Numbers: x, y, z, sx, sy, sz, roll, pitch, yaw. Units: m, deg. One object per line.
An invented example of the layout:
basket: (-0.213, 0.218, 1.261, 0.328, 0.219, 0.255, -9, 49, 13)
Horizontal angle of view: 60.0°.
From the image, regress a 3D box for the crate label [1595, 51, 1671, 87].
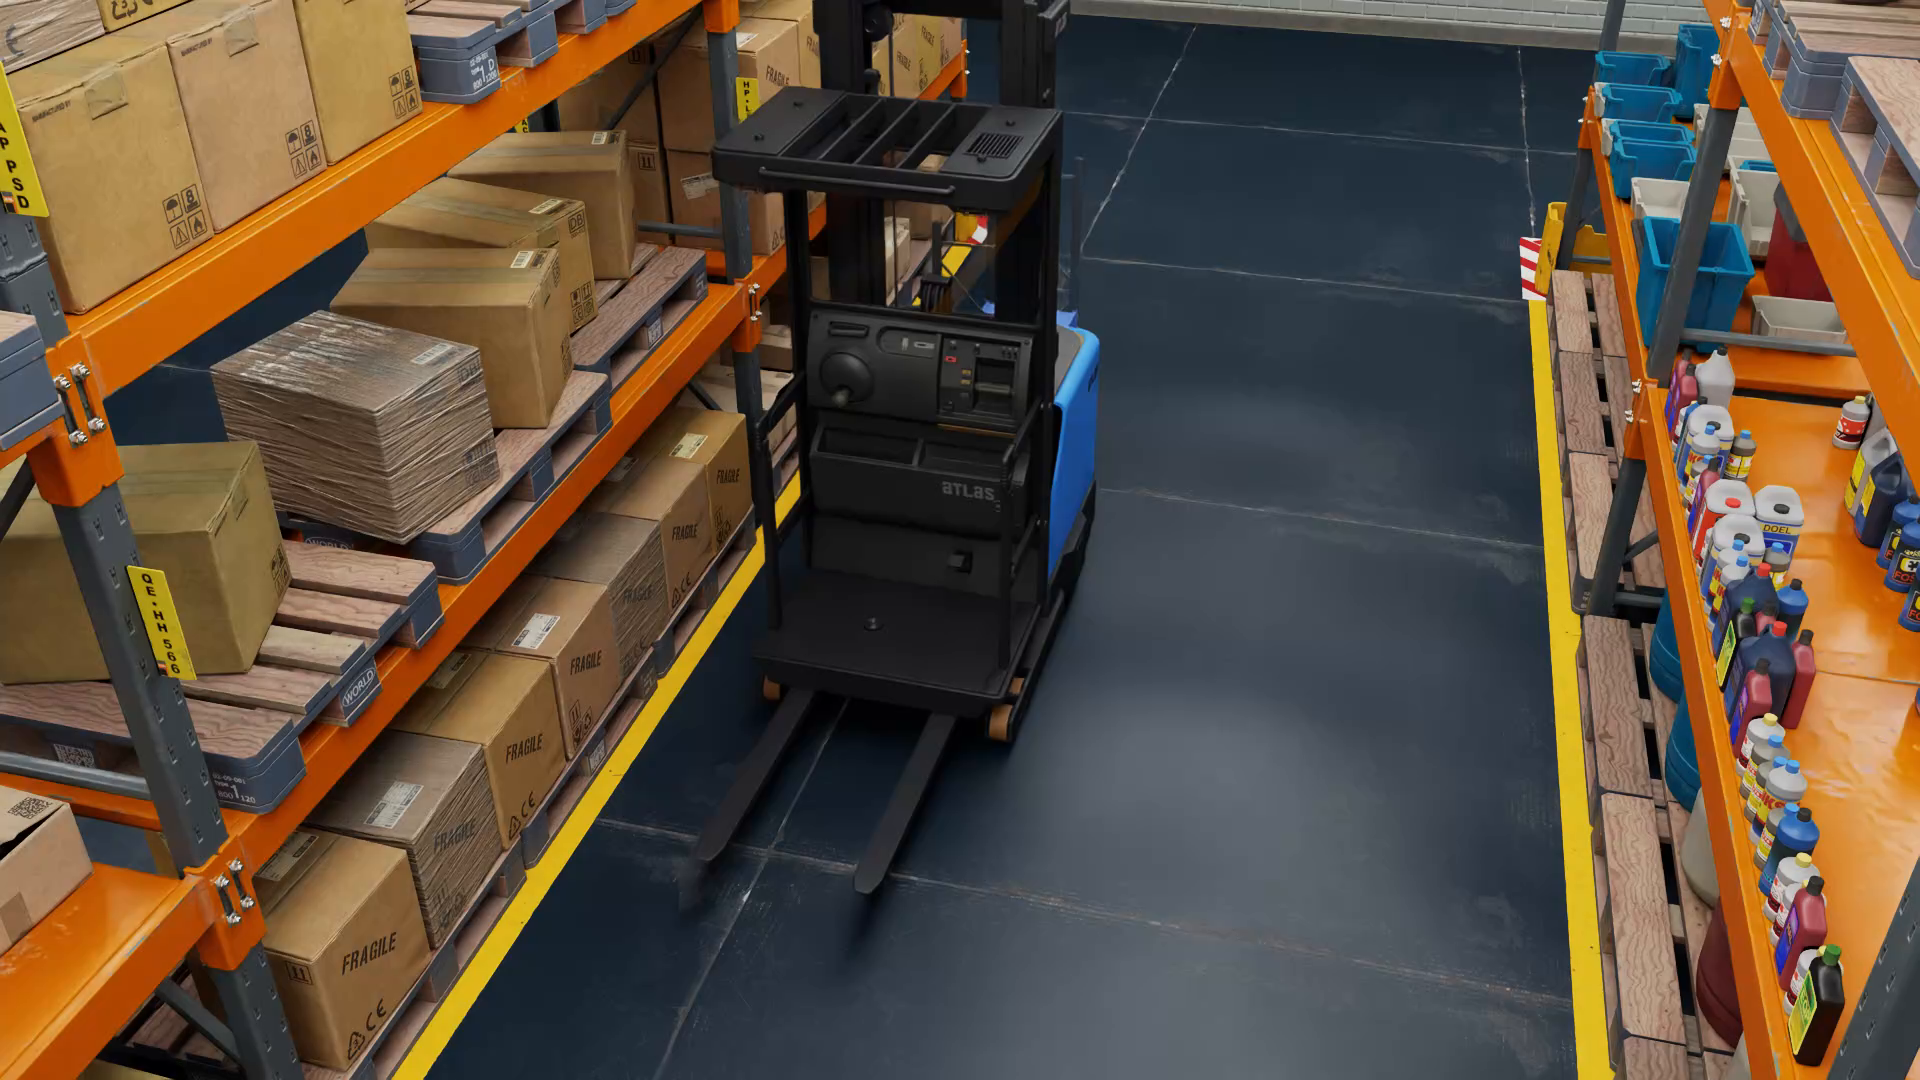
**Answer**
crate label: (3.958, -2.726, 9.842, 0.416, 0.233, 0.303, 8, 33, 12)

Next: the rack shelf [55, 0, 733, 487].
rack shelf: (-1.974, -1.379, 5.499, 1.077, 0.370, 4.000, 8, 33, 12)

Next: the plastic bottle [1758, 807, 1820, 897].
plastic bottle: (2.154, 0.805, 4.308, 0.097, 0.271, 0.097, 0, 32, 0)

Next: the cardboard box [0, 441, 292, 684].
cardboard box: (-2.430, 0.059, 4.876, 0.700, 0.500, 0.500, -3, 33, -4)

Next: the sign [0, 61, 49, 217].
sign: (-1.946, -0.817, 3.388, 0.100, 0.325, 0.005, 8, 33, 12)

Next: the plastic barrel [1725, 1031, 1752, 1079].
plastic barrel: (2.474, 1.608, 4.852, 0.421, 0.512, 0.421, 0, 32, 0)

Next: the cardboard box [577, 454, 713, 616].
cardboard box: (-1.448, -0.035, 7.430, 0.500, 0.500, 0.500, 8, 33, 13)

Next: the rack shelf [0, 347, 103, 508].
rack shelf: (-2.989, 0.696, 2.233, 1.077, 0.370, 4.000, 8, 33, 12)

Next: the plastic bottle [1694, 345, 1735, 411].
plastic bottle: (2.911, -0.598, 6.441, 0.144, 0.351, 0.185, 8, 33, 12)

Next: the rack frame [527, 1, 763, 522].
rack frame: (-1.466, -1.455, 7.743, 1.000, 3.000, 0.127, 8, 33, 12)

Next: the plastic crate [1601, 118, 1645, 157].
plastic crate: (3.625, -2.178, 9.070, 0.250, 0.136, 0.298, 8, 33, 12)

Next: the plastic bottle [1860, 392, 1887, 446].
plastic bottle: (3.537, -0.478, 6.321, 0.152, 0.276, 0.135, 8, 33, 12)

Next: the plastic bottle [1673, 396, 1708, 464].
plastic bottle: (2.748, -0.410, 6.219, 0.097, 0.271, 0.097, 0, 32, 0)

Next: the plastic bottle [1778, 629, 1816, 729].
plastic bottle: (2.476, 0.409, 4.920, 0.061, 0.283, 0.133, 8, 33, 12)

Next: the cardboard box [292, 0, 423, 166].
cardboard box: (-2.142, -1.453, 4.850, 0.910, 0.500, 0.500, 8, 33, 12)

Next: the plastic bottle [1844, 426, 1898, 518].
plastic bottle: (3.268, -0.256, 5.903, 0.144, 0.351, 0.185, 8, 33, 12)

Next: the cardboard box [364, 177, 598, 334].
cardboard box: (-1.916, -1.094, 6.690, 0.700, 0.500, 0.500, 13, 35, 20)

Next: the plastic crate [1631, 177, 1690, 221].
plastic crate: (3.475, -1.637, 8.219, 0.293, 0.136, 0.466, 8, 33, 12)

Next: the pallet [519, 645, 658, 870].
pallet: (-1.943, 0.784, 6.820, 1.003, 0.211, 1.213, 8, 33, 12)

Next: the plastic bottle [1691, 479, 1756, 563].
plastic bottle: (2.603, -0.058, 5.660, 0.152, 0.276, 0.135, 8, 33, 12)

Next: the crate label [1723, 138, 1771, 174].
crate label: (4.173, -2.024, 8.828, 0.396, 0.136, 0.243, 8, 33, 12)

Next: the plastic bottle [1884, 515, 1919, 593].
plastic bottle: (3.157, 0.038, 5.514, 0.097, 0.271, 0.097, 0, 32, 0)

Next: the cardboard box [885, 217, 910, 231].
cardboard box: (-0.540, -2.007, 10.842, 0.380, 0.166, 0.250, 8, 33, 12)

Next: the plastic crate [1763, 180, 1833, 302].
plastic crate: (3.793, -1.260, 7.321, 0.402, 0.464, 0.583, 8, 33, 12)

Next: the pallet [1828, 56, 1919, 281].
pallet: (2.935, -0.956, 4.338, 1.003, 0.211, 1.213, 8, 33, 12)

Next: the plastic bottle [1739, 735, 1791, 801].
plastic bottle: (2.253, 0.633, 4.644, 0.097, 0.201, 0.097, 0, 32, 0)

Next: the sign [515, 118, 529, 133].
sign: (-1.993, -1.890, 7.621, 0.100, 0.325, 0.005, 8, 33, 12)

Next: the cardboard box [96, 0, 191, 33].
cardboard box: (-2.235, -1.600, 4.149, 0.500, 0.500, 0.500, 8, 33, 12)

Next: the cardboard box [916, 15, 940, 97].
cardboard box: (-0.430, -3.034, 10.133, 0.500, 0.500, 0.500, 8, 33, 13)

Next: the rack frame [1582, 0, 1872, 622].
rack frame: (3.324, -0.779, 6.679, 1.000, 3.000, 0.127, 8, 33, 12)

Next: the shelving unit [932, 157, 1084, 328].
shelving unit: (0.252, -1.098, 8.580, 0.538, 1.500, 1.048, 9, 33, 13)

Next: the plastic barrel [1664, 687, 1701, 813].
plastic barrel: (2.990, 0.577, 6.111, 0.600, 0.901, 0.708, 8, 33, 12)

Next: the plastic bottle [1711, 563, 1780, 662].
plastic bottle: (2.451, 0.215, 5.162, 0.144, 0.351, 0.185, 8, 33, 12)

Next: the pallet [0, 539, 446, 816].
pallet: (-2.377, 0.340, 5.098, 1.213, 0.211, 1.003, 8, 33, 12)

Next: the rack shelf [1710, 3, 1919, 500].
rack shelf: (2.817, -0.703, 4.435, 1.077, 0.370, 4.000, 8, 33, 12)

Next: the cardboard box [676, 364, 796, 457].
cardboard box: (-1.150, -0.694, 8.643, 0.500, 0.311, 0.500, 8, 33, 12)

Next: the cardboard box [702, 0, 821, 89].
cardboard box: (-0.944, -2.393, 8.193, 0.500, 0.500, 0.500, 7, 33, 11)

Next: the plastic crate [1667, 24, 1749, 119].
plastic crate: (4.435, -2.695, 9.605, 0.616, 0.435, 0.499, 8, 33, 12)

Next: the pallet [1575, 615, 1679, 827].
pallet: (3.088, 0.793, 6.806, 1.003, 0.211, 1.213, 8, 33, 12)

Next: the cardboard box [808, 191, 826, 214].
cardboard box: (-0.946, -1.991, 8.492, 0.500, 0.500, 0.500, 9, 33, 13)

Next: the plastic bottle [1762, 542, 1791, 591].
plastic bottle: (2.670, 0.102, 5.479, 0.097, 0.201, 0.097, 0, 32, 0)

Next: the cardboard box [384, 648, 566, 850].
cardboard box: (-1.830, 0.761, 6.178, 0.500, 0.500, 0.500, 8, 33, 12)

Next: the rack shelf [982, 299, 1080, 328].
rack shelf: (0.252, -0.947, 8.676, 0.538, 0.185, 1.000, 9, 33, 13)

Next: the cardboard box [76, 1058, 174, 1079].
cardboard box: (-2.376, 1.672, 4.472, 0.500, 0.311, 0.500, 9, 34, 14)

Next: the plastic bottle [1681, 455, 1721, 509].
plastic bottle: (2.665, -0.210, 5.969, 0.097, 0.201, 0.097, 0, 32, 0)

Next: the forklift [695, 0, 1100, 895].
forklift: (-0.225, -0.630, 6.509, 1.130, 2.935, 3.031, 9, 33, 13)

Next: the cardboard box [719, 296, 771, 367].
cardboard box: (-1.405, -1.230, 9.484, 0.500, 0.311, 0.500, 8, 33, 12)

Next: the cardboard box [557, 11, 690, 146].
cardboard box: (-1.588, -2.217, 7.916, 0.500, 0.500, 0.500, 8, 33, 13)

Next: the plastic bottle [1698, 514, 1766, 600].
plastic bottle: (2.544, 0.063, 5.471, 0.152, 0.276, 0.135, 8, 33, 12)

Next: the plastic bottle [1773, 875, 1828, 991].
plastic bottle: (2.058, 0.958, 4.055, 0.061, 0.283, 0.133, 8, 33, 12)

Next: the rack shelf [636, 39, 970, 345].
rack shelf: (-0.958, -2.189, 9.568, 1.077, 0.370, 4.000, 8, 33, 12)

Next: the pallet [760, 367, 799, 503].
pallet: (-1.291, -0.634, 9.051, 1.003, 0.211, 1.213, 8, 33, 12)

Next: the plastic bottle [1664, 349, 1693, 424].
plastic bottle: (2.819, -0.597, 6.502, 0.061, 0.283, 0.133, 8, 33, 12)

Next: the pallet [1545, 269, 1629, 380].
pallet: (4.093, -1.255, 10.027, 1.003, 0.211, 1.213, 8, 33, 12)
